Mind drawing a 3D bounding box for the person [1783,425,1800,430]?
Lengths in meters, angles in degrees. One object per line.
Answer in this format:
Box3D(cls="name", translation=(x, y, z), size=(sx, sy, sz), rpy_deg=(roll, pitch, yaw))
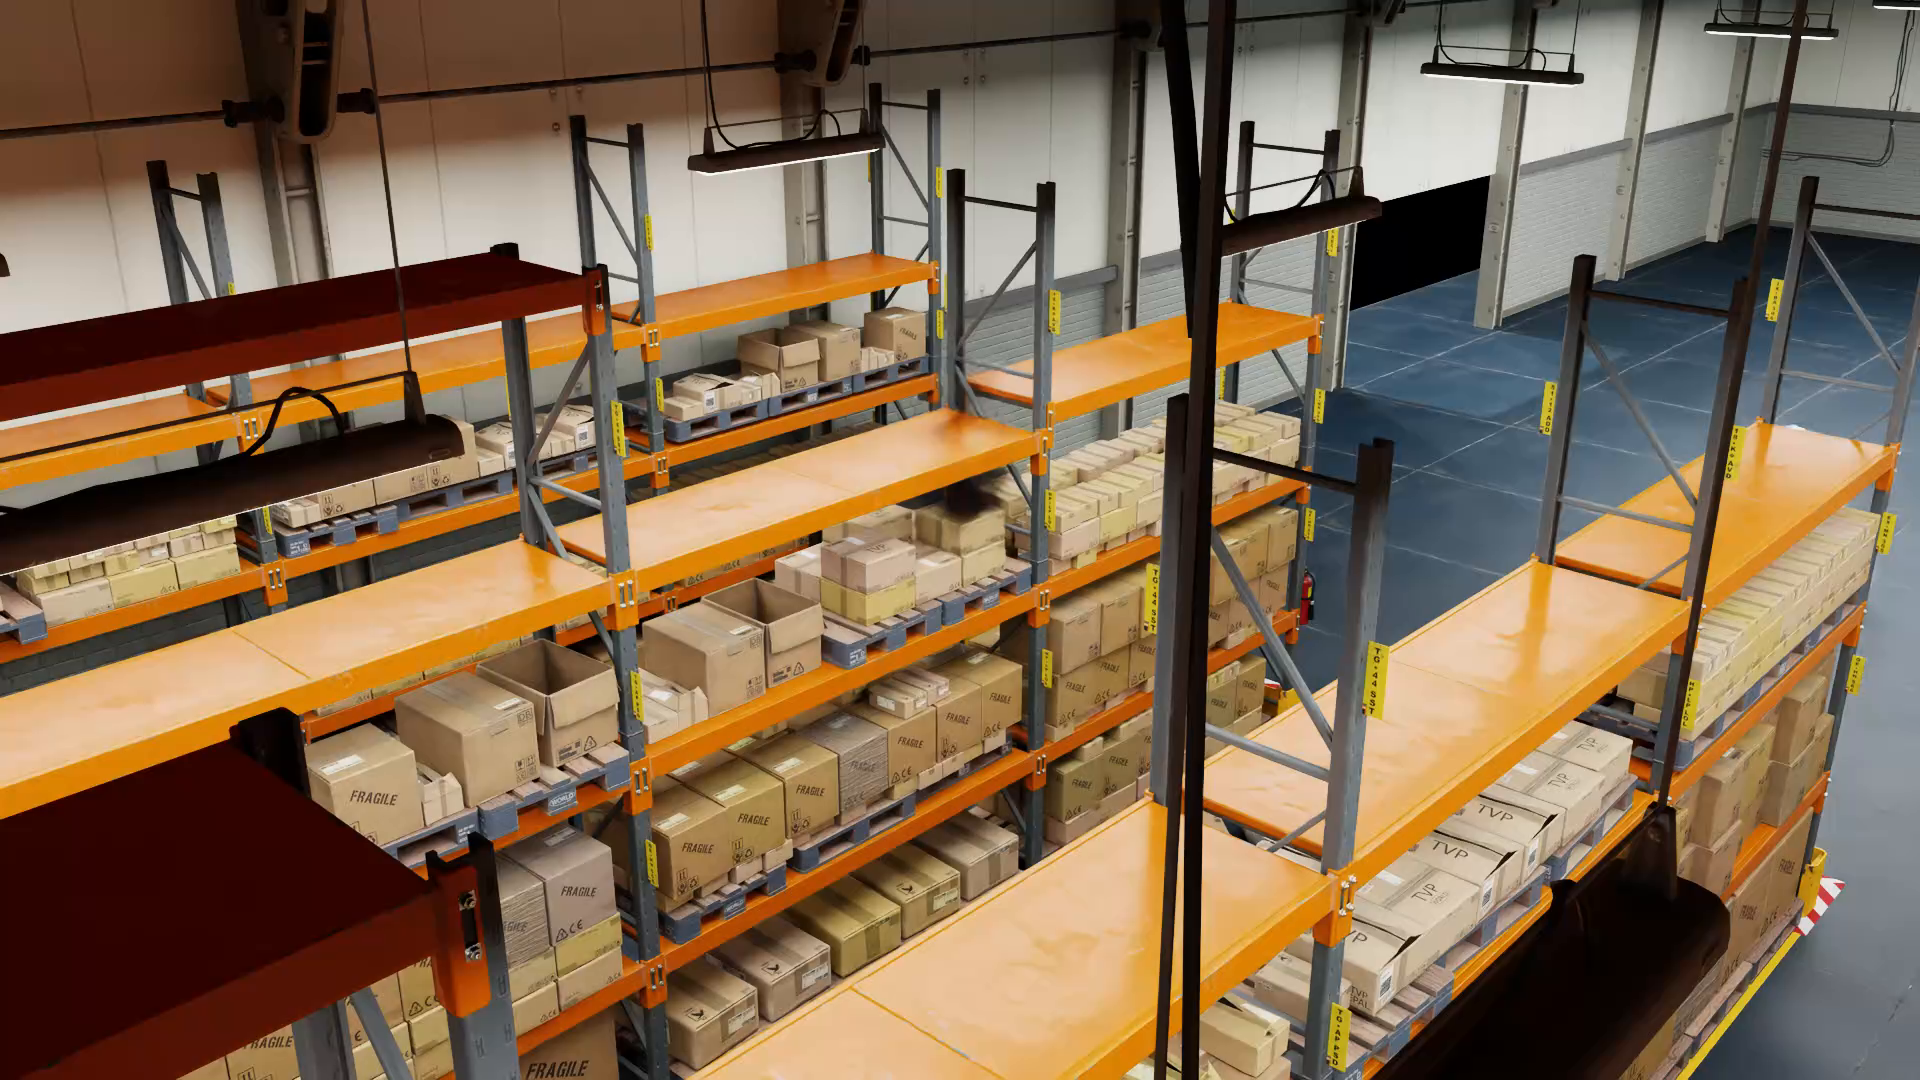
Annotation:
Box3D(cls="person", translation=(10.476, -0.643, 21.250), size=(0.669, 1.760, 0.830), rpy_deg=(-5, 22, -12))
